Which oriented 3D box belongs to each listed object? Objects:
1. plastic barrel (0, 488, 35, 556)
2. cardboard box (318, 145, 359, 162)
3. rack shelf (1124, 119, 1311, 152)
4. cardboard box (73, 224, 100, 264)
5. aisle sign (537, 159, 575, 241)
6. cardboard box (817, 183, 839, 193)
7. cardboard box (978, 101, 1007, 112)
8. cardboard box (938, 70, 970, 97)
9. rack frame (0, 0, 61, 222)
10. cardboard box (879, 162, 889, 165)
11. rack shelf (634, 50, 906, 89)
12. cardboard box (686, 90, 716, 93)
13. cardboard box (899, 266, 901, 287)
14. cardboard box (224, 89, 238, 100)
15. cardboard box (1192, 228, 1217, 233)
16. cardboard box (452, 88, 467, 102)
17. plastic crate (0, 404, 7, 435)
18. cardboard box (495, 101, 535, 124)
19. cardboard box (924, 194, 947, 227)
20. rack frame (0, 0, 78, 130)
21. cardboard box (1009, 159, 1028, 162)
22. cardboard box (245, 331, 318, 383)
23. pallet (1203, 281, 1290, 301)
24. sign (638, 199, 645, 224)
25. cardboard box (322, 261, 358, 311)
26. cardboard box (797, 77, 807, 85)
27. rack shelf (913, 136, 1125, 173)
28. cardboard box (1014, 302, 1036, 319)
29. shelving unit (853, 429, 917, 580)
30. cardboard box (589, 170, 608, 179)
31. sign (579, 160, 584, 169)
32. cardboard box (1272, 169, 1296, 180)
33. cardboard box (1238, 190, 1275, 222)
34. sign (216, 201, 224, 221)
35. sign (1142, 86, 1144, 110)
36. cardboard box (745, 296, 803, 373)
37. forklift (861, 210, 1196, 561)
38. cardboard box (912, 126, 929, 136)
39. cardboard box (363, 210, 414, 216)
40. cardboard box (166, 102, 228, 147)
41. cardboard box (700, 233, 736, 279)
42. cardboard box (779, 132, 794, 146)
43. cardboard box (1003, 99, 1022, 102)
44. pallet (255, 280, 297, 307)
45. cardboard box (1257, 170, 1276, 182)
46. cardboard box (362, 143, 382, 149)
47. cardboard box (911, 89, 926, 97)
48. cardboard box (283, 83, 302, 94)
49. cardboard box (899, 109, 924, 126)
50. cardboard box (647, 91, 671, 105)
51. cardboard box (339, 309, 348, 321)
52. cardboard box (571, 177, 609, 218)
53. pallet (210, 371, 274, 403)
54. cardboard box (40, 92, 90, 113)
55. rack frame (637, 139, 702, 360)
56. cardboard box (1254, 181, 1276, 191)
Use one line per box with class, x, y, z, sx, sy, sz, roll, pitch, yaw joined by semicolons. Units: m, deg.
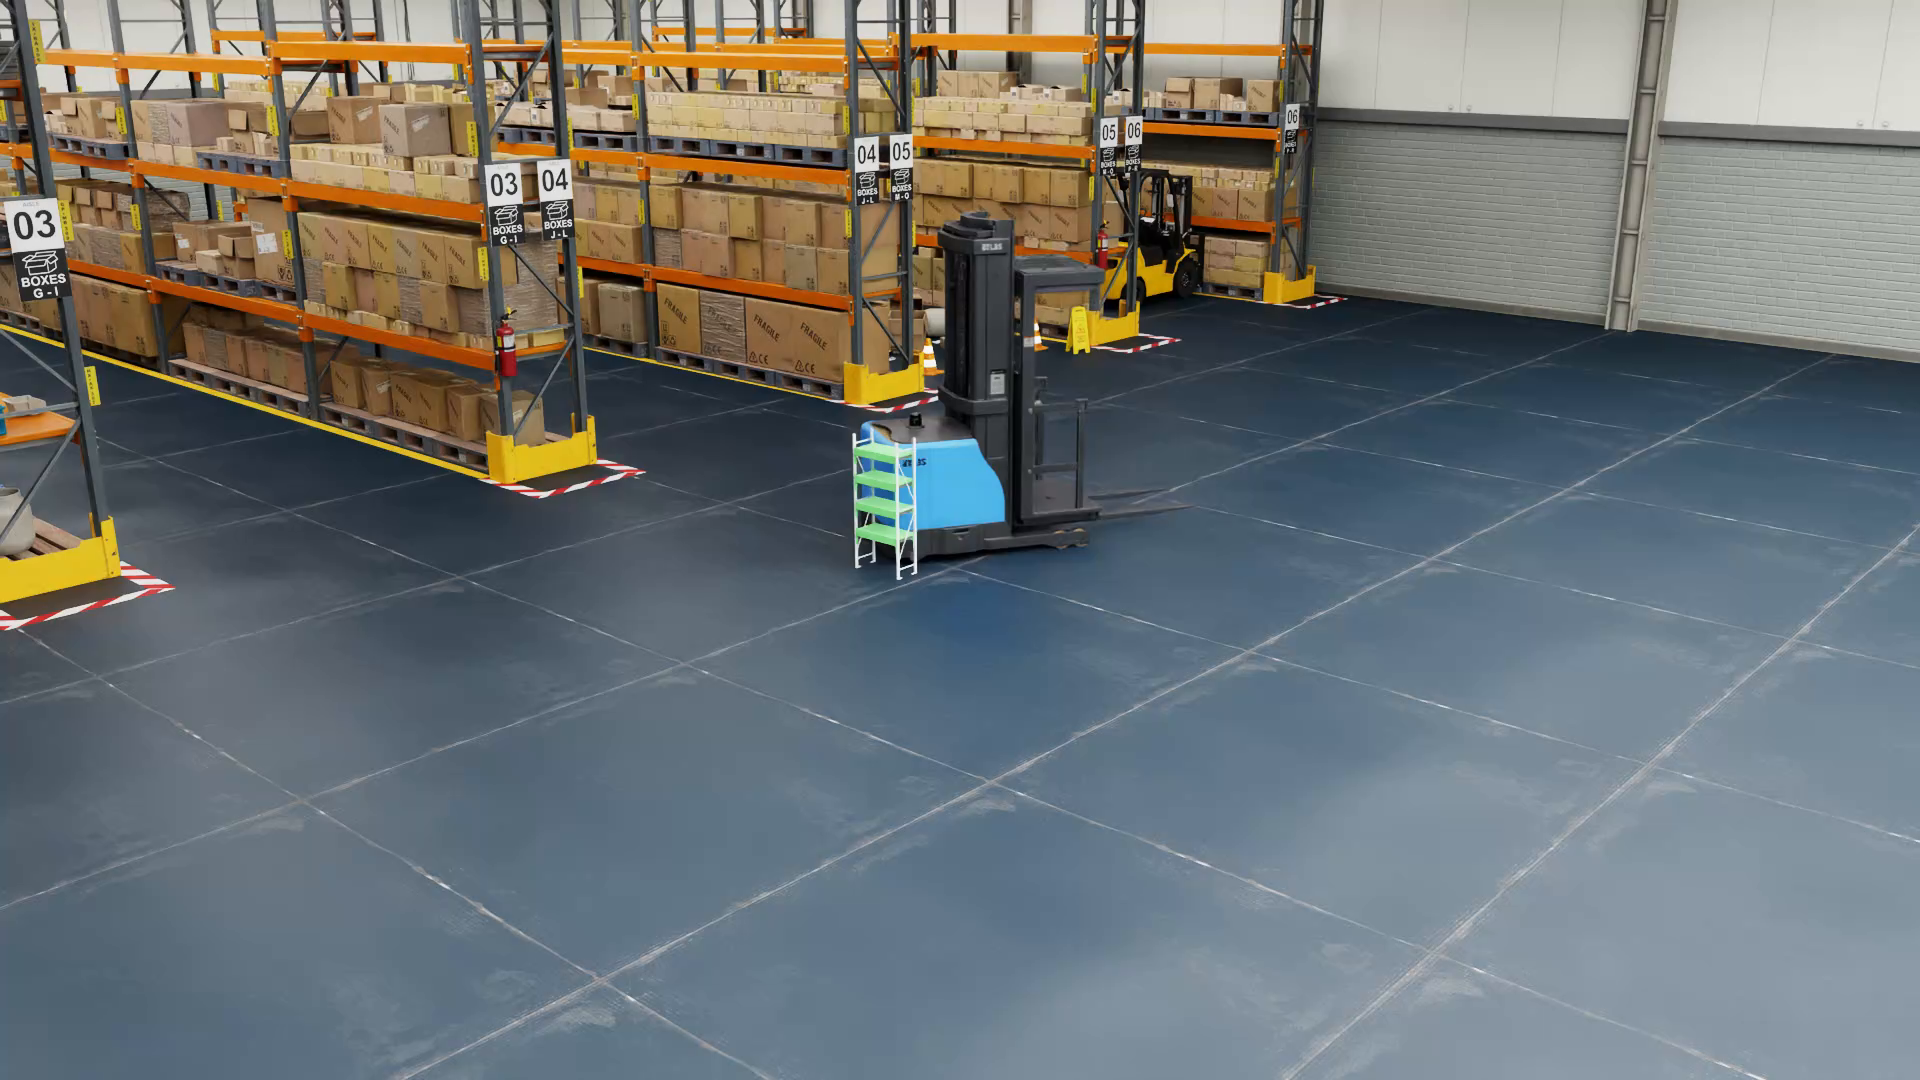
plastic barrel;-8.164;-0.158;14.209;0.421;0.512;0.421;0;18;0
cardboard box;-6.852;-4.269;18.372;0.250;0.149;0.380;15;23;40
rack shelf;4.041;-7.004;28.591;4.000;0.370;1.077;15;23;39
cardboard box;-11.990;-4.154;23.215;0.500;0.500;0.500;16;23;40
aisle sign;-4.087;-3.444;16.846;0.004;0.787;0.394;15;23;39
cardboard box;-1.998;-5.830;27.309;0.500;0.500;0.500;16;24;41
cardboard box;0.490;-6.455;24.768;0.250;0.149;0.380;16;23;40
cardboard box;-0.067;-8.647;31.553;0.500;0.500;0.500;15;23;40
rack frame;-7.621;-3.889;12.626;0.127;3.000;1.000;15;23;39
cardboard box;-1.451;-7.389;33.128;0.500;0.250;0.500;14;22;37
rack shelf;-2.461;-5.979;21.064;4.000;0.370;1.077;15;23;39
cardboard box;-3.472;-5.991;22.448;0.250;0.149;0.380;15;23;39
cardboard box;-1.141;-4.247;27.324;0.625;0.372;0.950;15;23;40
cardboard box;-12.769;-7.912;29.684;0.500;0.250;0.500;15;23;40
cardboard box;4.181;-5.328;29.278;0.500;0.250;0.500;14;23;38
cardboard box;-7.424;-6.723;25.084;0.258;0.266;0.396;15;23;39
plastic crate;-8.194;-0.991;13.660;0.616;0.251;0.499;15;23;39
cardboard box;-6.553;-6.298;24.465;0.500;0.311;0.500;15;23;39
cardboard box;-0.212;-5.137;25.822;0.500;0.500;0.500;15;23;39
rack frame;-13.308;-7.419;23.749;0.127;3.000;1.000;15;23;39
cardboard box;1.092;-7.155;31.600;0.250;0.149;0.380;16;24;41
cardboard box;-8.533;-2.312;20.980;0.500;0.500;0.700;13;22;35
pallet;4.937;-4.331;28.547;1.213;0.211;1.003;15;23;39
sign;-4.310;-4.444;22.511;0.005;0.325;0.100;15;23;39
cardboard box;-6.679;-2.930;18.865;0.500;0.500;0.875;15;23;39
cardboard box;-3.098;-9.367;33.913;0.250;0.149;0.380;14;23;38
rack shelf;0.749;-5.880;25.050;4.000;0.370;1.077;15;23;39
cardboard box;1.080;-3.489;25.135;0.500;0.250;0.500;15;23;39
shelving unit;-0.642;-0.308;14.238;0.503;1.200;0.258;14;23;38
cardboard box;-6.588;-6.816;31.189;0.500;0.250;0.500;14;22;38
sign;-7.098;-7.126;31.182;0.005;0.325;0.100;15;23;39
cardboard box;5.428;-6.130;27.877;0.250;0.149;0.380;14;23;38
cardboard box;4.995;-5.603;27.780;0.500;0.500;0.500;14;23;38
sign;-9.963;-4.395;22.356;0.005;0.325;0.100;15;23;39
sign;2.605;-6.361;23.931;0.005;0.325;0.100;15;23;39
cardboard box;-2.176;-2.736;21.732;0.875;0.875;0.875;15;23;38
forklift;0.663;-1.458;14.998;3.031;2.935;1.130;-6;19;-18
cardboard box;-0.519;-6.321;25.665;0.250;0.149;0.380;15;23;39
cardboard box;-6.431;-3.491;18.980;0.500;0.500;0.500;15;23;39
cardboard box;-9.378;-5.117;20.464;0.500;0.500;0.500;14;22;38
cardboard box;-2.921;-3.815;22.063;0.550;0.550;0.875;15;23;39
cardboard box;-2.008;-4.953;20.494;0.250;0.149;0.380;15;23;40
cardboard box;0.858;-6.581;25.166;0.250;0.149;0.380;15;23;40
pallet;-7.800;-3.048;20.212;1.213;0.211;1.003;15;23;39
cardboard box;5.129;-6.038;27.589;0.250;0.149;0.380;15;23;39
cardboard box;-6.506;-4.396;18.773;0.250;0.149;0.380;14;22;37
cardboard box;-0.872;-8.687;32.293;0.250;0.149;0.380;16;23;40
cardboard box;-11.340;-7.702;28.365;0.250;0.149;0.380;15;23;39
cardboard box;-0.599;-6.545;25.711;0.500;0.250;0.500;14;23;38
cardboard box;-3.910;-5.843;21.980;0.250;0.149;0.380;15;23;40
cardboard box;-6.787;-2.577;18.826;0.250;0.149;0.380;15;23;39
cardboard box;-5.473;-4.983;24.176;0.500;0.500;0.700;15;23;39
pallet;-8.825;-2.025;21.281;1.213;0.211;1.003;15;23;39
cardboard box;-12.868;-6.123;23.765;0.500;0.500;0.700;16;23;41
rack frame;-3.957;-4.055;23.068;0.127;3.000;1.000;15;23;39
cardboard box;5.092;-5.879;27.577;0.250;0.149;0.380;15;23;40
